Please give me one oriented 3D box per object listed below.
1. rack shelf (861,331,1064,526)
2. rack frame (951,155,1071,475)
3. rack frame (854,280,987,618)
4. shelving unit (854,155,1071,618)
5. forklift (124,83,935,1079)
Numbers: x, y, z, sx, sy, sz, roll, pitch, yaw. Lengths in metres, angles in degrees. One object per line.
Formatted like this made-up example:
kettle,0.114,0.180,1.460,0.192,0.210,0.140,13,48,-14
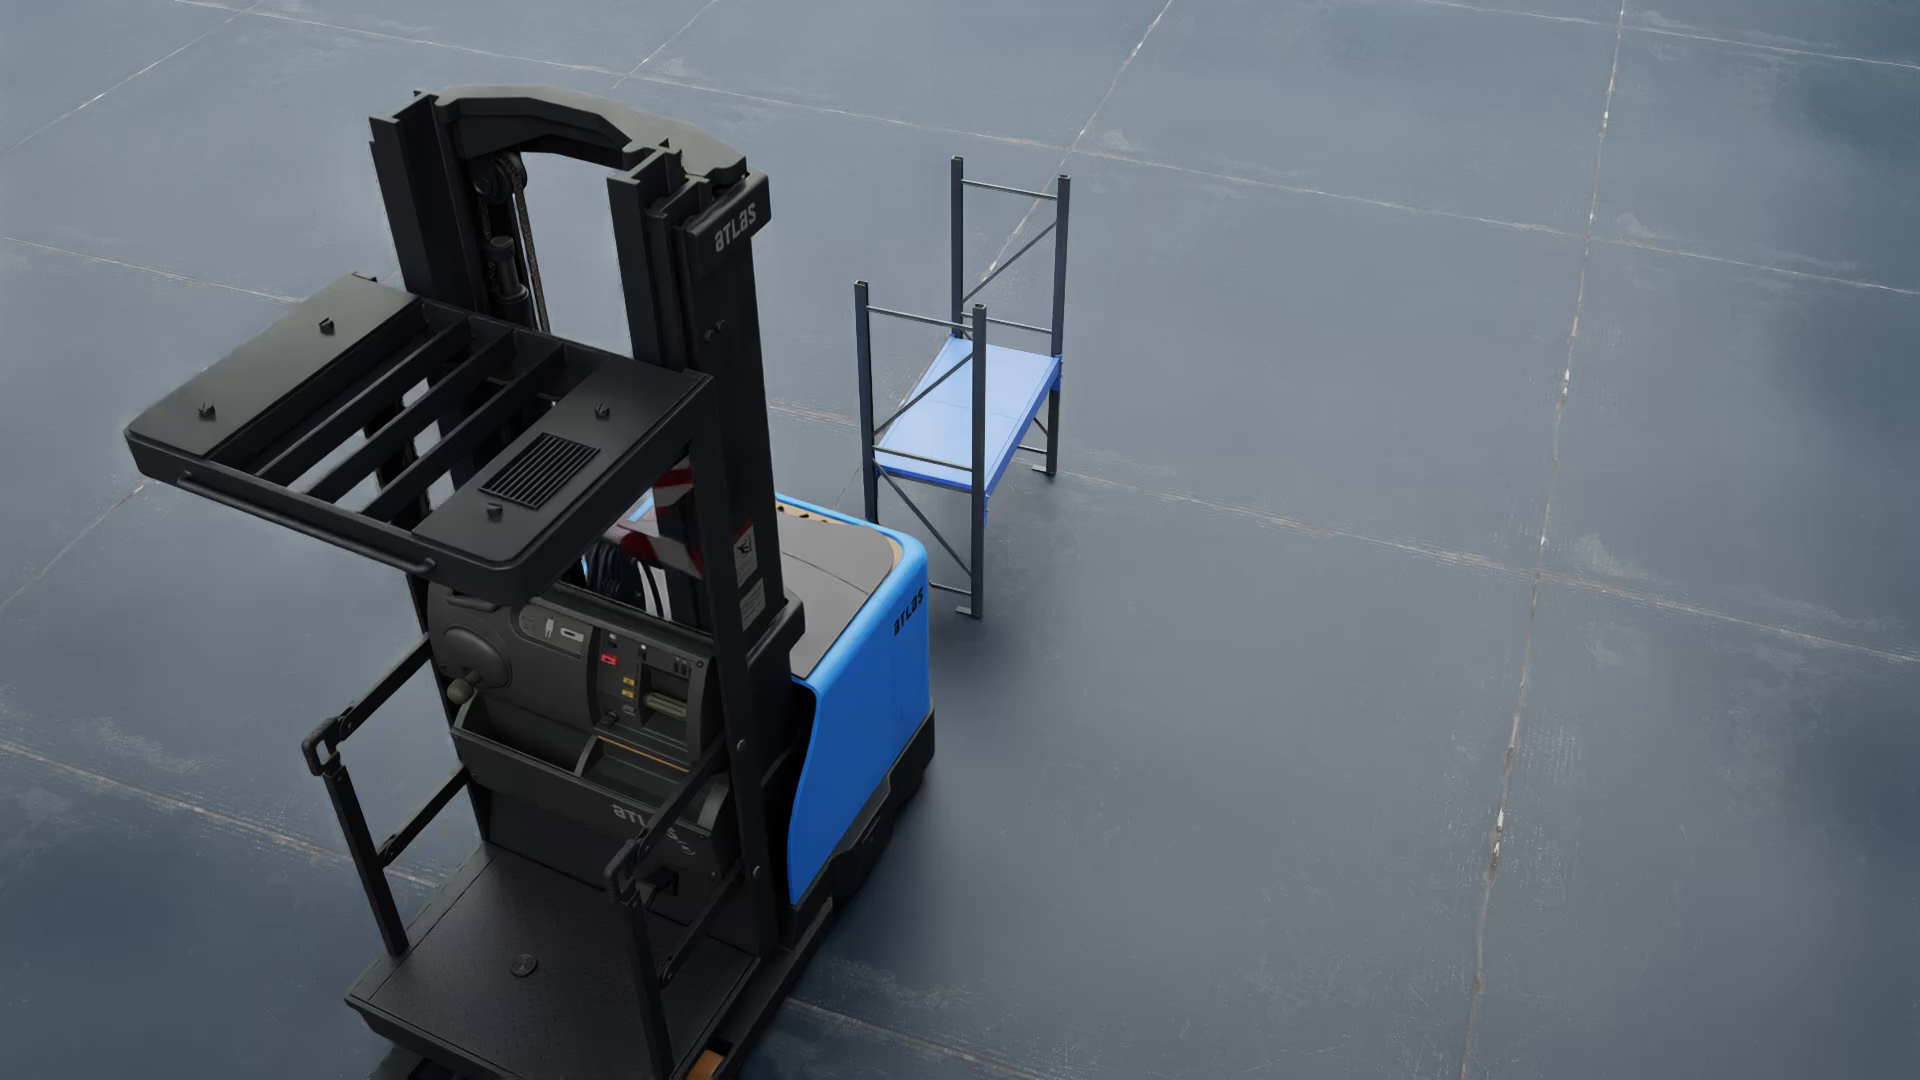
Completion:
rack shelf,0.029,-0.486,6.941,0.538,0.185,1.000,13,42,15
rack frame,0.203,-0.933,7.188,0.500,1.500,0.032,13,42,15
rack frame,-0.145,-0.313,6.461,0.500,1.500,0.032,13,42,15
shelving unit,0.029,-0.623,6.824,0.538,1.500,1.048,13,42,15
forklift,-1.193,0.425,4.494,1.130,2.935,3.031,18,43,19
